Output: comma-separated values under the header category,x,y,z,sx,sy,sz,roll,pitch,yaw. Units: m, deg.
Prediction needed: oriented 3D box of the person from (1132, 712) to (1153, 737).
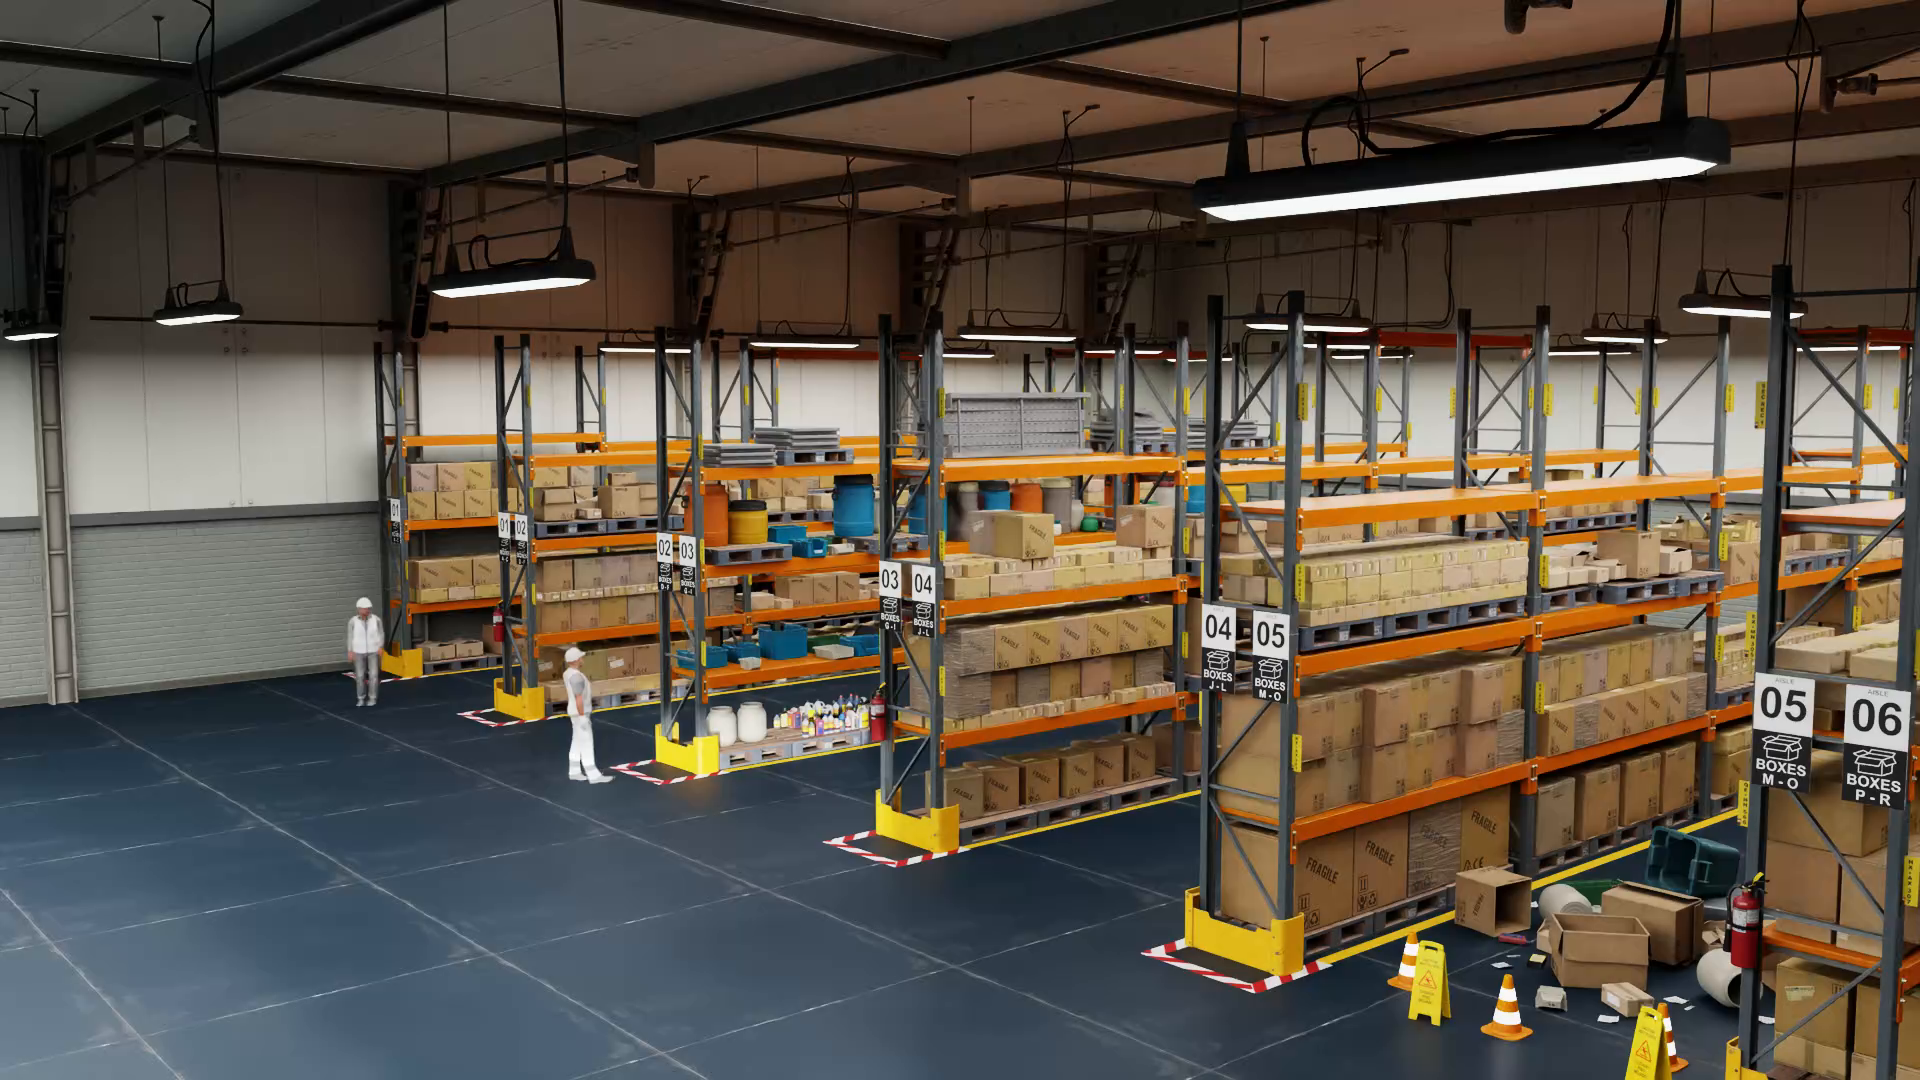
category,x,y,z,sx,sy,sz,roll,pitch,yaw
person,2.582,2.180,23.796,0.541,1.679,0.449,-2,6,-25

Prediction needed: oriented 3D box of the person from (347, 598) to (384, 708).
category,x,y,z,sx,sy,sz,roll,pitch,yaw
person,-9.665,1.821,27.061,0.574,1.791,0.409,-2,6,-23

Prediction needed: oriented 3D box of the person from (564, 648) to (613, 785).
category,x,y,z,sx,sy,sz,roll,pitch,yaw
person,-4.886,2.294,21.826,0.643,1.781,0.536,0,5,-3
